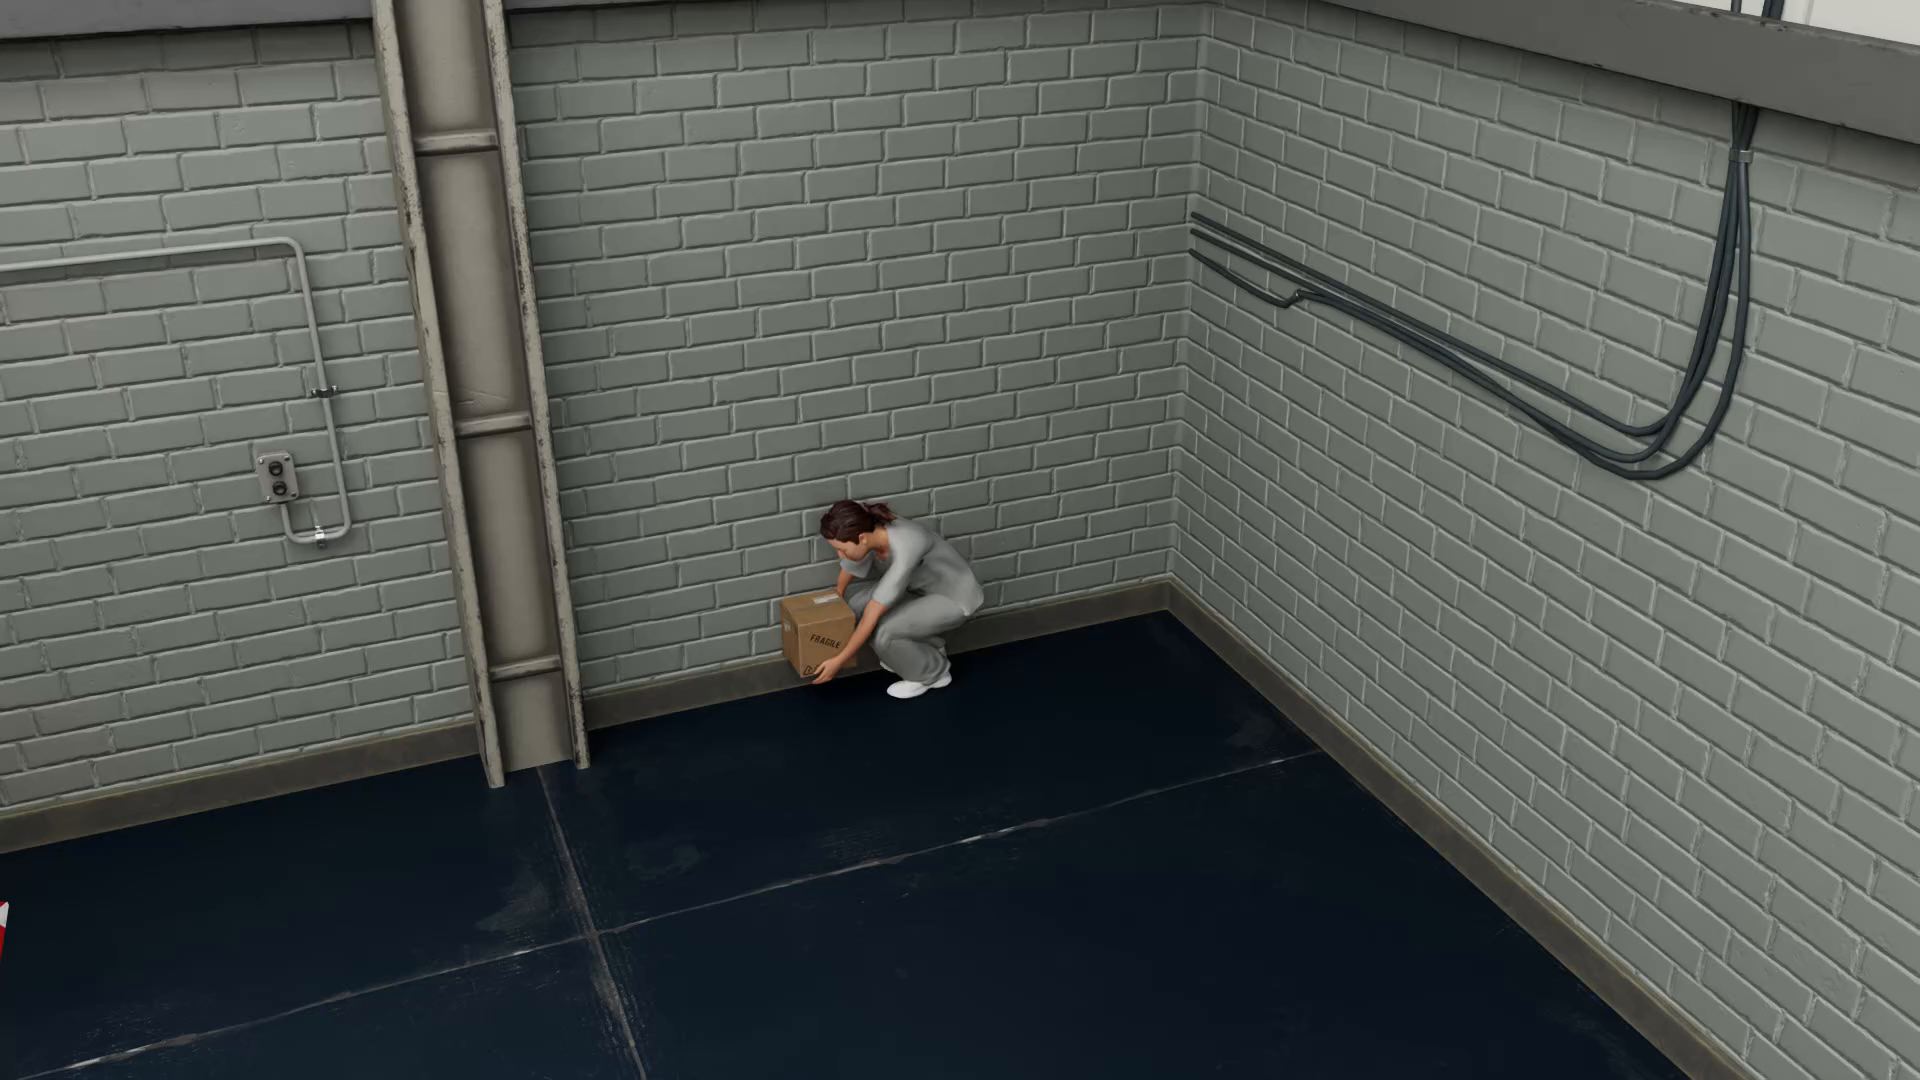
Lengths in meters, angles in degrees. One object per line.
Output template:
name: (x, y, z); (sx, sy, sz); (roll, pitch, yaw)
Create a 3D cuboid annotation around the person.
person: (-0.290, 0.212, 7.035); (0.806, 0.933, 0.480); (-10, 28, -20)
